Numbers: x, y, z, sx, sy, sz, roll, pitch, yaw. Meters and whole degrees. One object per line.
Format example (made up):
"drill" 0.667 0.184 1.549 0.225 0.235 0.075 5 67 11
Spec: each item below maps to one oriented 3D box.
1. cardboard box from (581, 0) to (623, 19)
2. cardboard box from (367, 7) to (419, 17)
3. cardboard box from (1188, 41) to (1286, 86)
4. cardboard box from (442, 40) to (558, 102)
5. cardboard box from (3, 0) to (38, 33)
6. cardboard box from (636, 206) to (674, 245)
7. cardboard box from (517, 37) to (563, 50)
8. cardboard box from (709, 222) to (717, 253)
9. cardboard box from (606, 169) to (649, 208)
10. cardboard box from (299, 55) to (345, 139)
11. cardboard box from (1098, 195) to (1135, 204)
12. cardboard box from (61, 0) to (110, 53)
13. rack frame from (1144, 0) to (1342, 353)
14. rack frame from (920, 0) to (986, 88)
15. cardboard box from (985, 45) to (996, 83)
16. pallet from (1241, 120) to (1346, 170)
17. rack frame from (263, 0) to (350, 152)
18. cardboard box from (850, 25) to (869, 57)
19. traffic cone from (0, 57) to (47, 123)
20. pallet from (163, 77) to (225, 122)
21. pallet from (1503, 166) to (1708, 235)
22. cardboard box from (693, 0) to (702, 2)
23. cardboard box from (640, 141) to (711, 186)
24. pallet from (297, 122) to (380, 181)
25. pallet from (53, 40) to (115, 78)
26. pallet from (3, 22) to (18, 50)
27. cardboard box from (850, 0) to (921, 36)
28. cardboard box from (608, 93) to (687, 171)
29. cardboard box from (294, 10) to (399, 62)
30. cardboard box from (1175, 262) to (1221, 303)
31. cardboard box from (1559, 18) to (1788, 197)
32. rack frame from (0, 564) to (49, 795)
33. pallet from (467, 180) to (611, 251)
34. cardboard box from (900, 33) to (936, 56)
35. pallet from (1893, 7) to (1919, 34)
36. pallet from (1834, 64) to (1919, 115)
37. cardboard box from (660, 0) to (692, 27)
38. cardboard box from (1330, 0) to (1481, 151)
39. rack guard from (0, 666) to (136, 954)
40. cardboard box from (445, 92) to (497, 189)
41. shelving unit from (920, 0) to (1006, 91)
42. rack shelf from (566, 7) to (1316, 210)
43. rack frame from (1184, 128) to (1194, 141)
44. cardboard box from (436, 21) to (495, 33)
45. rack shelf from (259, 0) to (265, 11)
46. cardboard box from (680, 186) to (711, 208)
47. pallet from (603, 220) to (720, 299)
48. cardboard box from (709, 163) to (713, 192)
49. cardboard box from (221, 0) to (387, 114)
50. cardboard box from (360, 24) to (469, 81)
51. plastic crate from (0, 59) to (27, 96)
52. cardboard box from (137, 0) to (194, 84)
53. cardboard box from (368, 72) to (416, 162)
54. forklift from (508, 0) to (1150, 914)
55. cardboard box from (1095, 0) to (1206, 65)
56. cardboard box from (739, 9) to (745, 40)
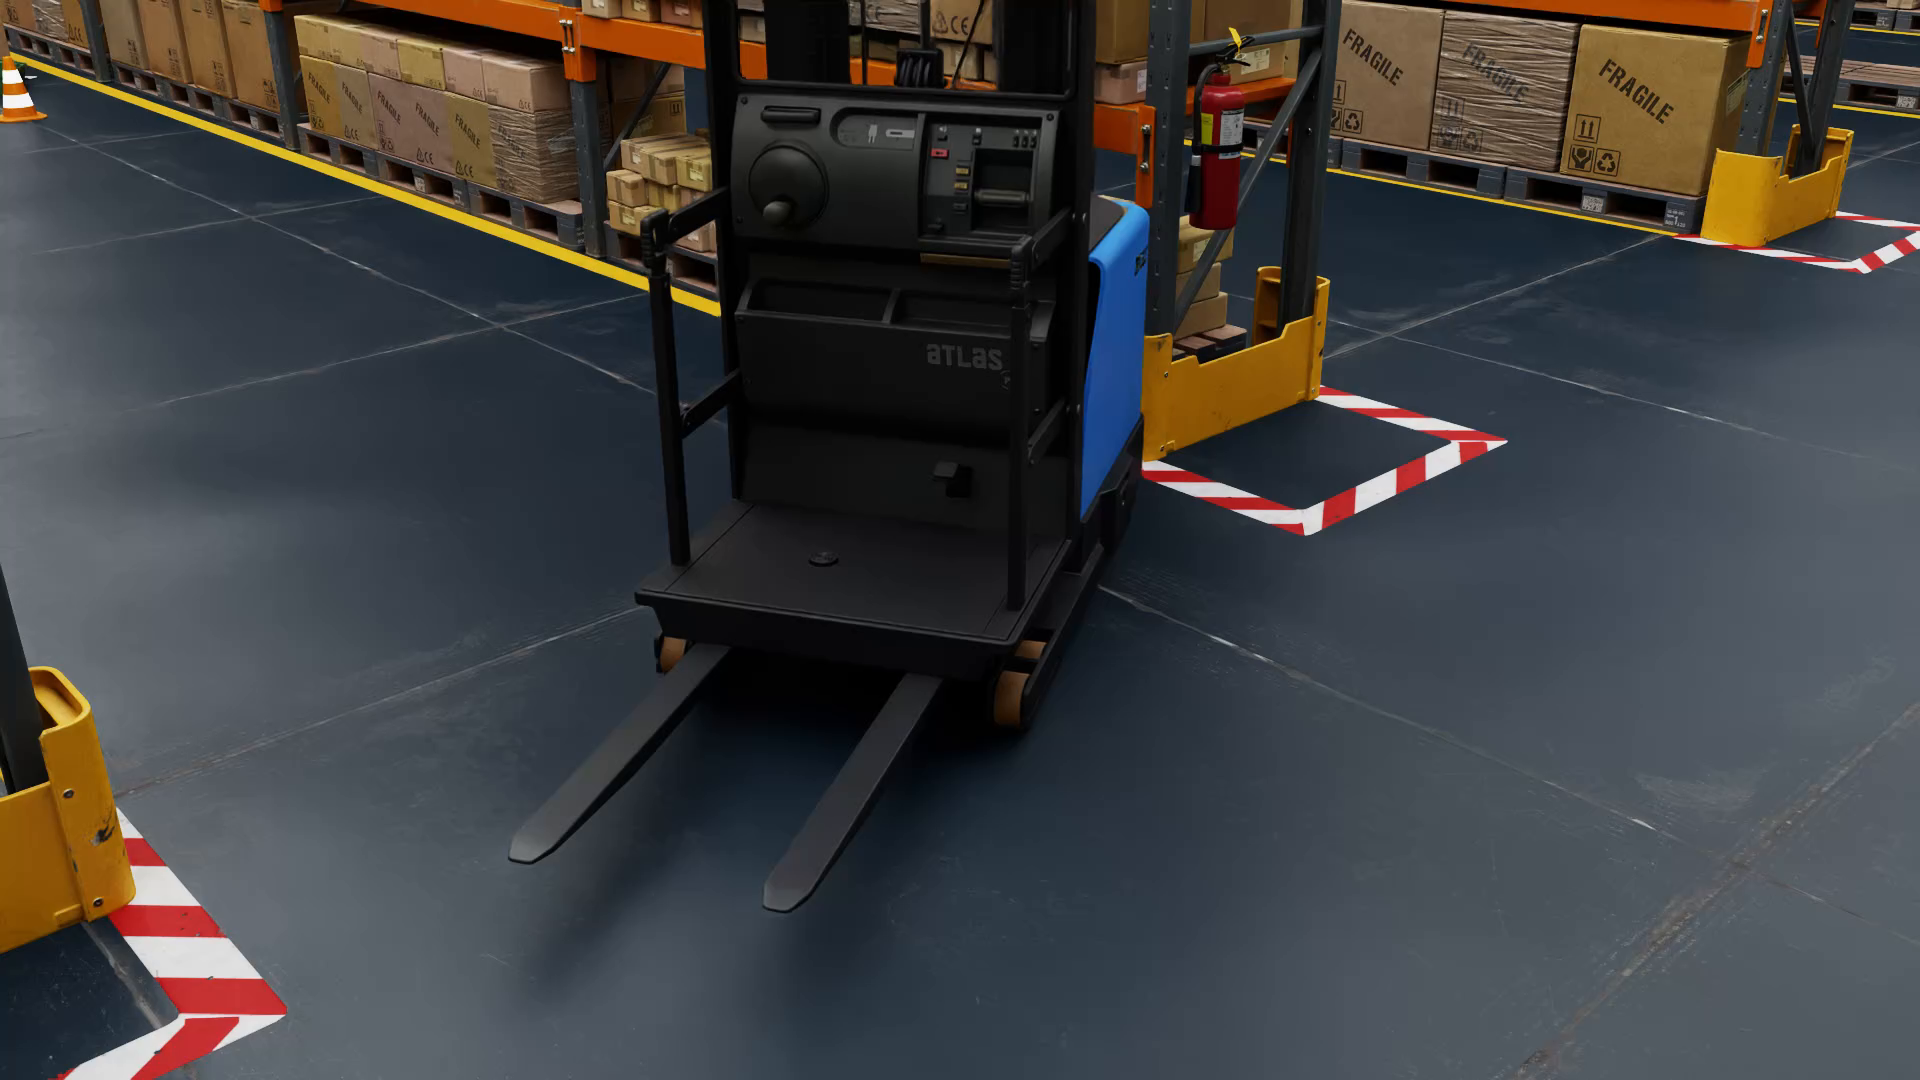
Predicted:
"cardboard box" -1.709 -2.768 8.507 0.380 0.149 0.250 -20 31 -37
"cardboard box" -3.739 -3.535 11.488 0.500 0.250 0.500 -22 33 -40
"cardboard box" 1.088 -1.926 6.661 0.380 0.149 0.250 -22 32 -39
"cardboard box" -2.699 -2.770 9.809 0.500 0.250 0.500 -19 31 -36
"cardboard box" -8.751 -5.469 16.177 0.875 0.875 0.875 -22 32 -39
"cardboard box" -1.467 -1.673 8.733 0.380 0.149 0.250 -20 31 -37
"cardboard box" -2.341 -2.916 10.130 0.500 0.250 0.500 -20 31 -37
"cardboard box" -1.049 -1.550 8.462 0.380 0.149 0.250 -22 33 -39
"cardboard box" -1.649 -1.890 8.849 0.380 0.149 0.250 -19 31 -36
"cardboard box" -4.100 -3.040 11.306 0.500 0.500 0.500 22 33 40
"cardboard box" 0.606 -1.431 7.485 0.380 0.149 0.250 -21 32 -39
"cardboard box" -7.510 -4.920 14.974 0.875 0.875 0.875 -21 32 -38
"rack frame" 1.071 -1.849 6.190 1.000 3.000 0.127 -21 32 -38
"rack frame" 0.039 -1.465 6.405 0.400 2.100 0.015 -15 26 -30
"cardboard box" 0.316 -1.911 6.628 0.380 0.149 0.250 -22 32 -39
"pallet" 2.489 -2.916 11.889 1.003 0.211 1.213 -21 32 -38
"rack frame" -4.397 -4.273 11.503 1.000 3.000 0.127 -21 32 -38
"cardboard box" -0.368 -2.245 7.359 0.380 0.149 0.250 -21 32 -38
"traffic cone" -7.317 -3.496 12.856 0.336 0.463 0.334 -21 32 -38
"pallet" -5.711 -3.634 13.462 1.003 0.211 1.213 -21 32 -38
"pallet" 4.157 -2.177 10.268 1.003 0.211 1.213 -21 32 -38
"cardboard box" -1.165 -2.873 7.954 0.500 0.500 0.500 -21 32 -38
"cardboard box" -1.434 -1.963 8.650 0.380 0.149 0.250 -19 31 -36
"pallet" -3.864 -2.767 11.562 1.003 0.211 1.213 -21 32 -38
"pallet" -7.594 -4.469 15.292 1.003 0.211 1.213 -21 32 -38
"pallet" -9.262 -5.208 16.912 1.003 0.211 1.213 -21 32 -38
"cardboard box" -0.126 -2.402 6.922 0.500 0.500 0.500 -21 32 -38
"cardboard box" -1.975 -2.414 9.934 0.500 0.500 0.500 -20 31 -37
"cardboard box" -4.103 -3.391 11.170 0.500 0.250 0.500 22 32 39
"cardboard box" 0.900 -1.110 7.140 0.380 0.149 0.250 -20 31 -36
"cardboard box" 4.264 -2.621 9.936 0.875 0.875 0.875 -21 32 -38
"rack frame" -2.474 -0.415 3.045 1.000 3.000 0.127 -21 32 -38
"pallet" -2.197 -2.028 9.941 1.003 0.211 1.213 -21 32 -38
"cardboard box" -0.034 -2.070 6.977 0.250 0.149 0.380 22 33 39
"pallet" 10.567 -5.400 17.333 1.003 0.211 1.213 -21 32 -38
"pallet" 7.840 -3.623 13.438 1.003 0.211 1.213 -21 32 -38
"cardboard box" -1.257 -2.645 8.237 0.250 0.149 0.380 22 33 39
"cardboard box" 3.034 -3.167 11.132 0.875 0.875 0.875 -21 32 -38
"rack guard" -2.457 0.730 3.548 1.175 0.500 0.348 -21 32 -38
"cardboard box" -2.704 -2.423 9.954 0.500 0.500 0.500 -22 33 -40
"shelving unit" 0.172 -1.391 6.214 0.431 2.100 0.503 -15 26 -30
"rack shelf" -0.296 -2.128 7.667 1.077 0.370 4.000 -21 32 -38
"rack frame" 2.026 -4.438 11.864 1.000 3.000 0.127 -21 32 -38
"cardboard box" -3.049 -3.227 10.812 0.500 0.250 0.500 -20 31 -37
"rack shelf" -5.764 -4.552 12.980 1.077 0.370 4.000 -21 32 -38
"cardboard box" -1.218 -1.775 8.598 0.380 0.149 0.250 -21 32 -39
"pallet" -1.179 -1.599 9.001 1.003 0.211 1.213 -21 32 -38
"cardboard box" -1.030 -1.827 8.354 0.380 0.149 0.250 -22 33 -40
"cardboard box" -4.748 -3.651 12.343 1.050 0.750 0.750 -22 32 -39
"cardboard box" -3.427 -3.083 10.497 0.500 0.250 0.500 -21 32 -38
"plastic crate" -8.206 -3.913 14.032 0.450 0.188 0.662 4 23 -16
"cardboard box" -5.985 -4.197 13.540 1.050 0.750 0.750 -21 32 -38
"cardboard box" -3.400 -2.735 10.636 0.500 0.500 0.500 -22 33 -40
"forklift" -0.247 -0.990 4.388 1.130 2.935 3.031 7 25 15
"cardboard box" 0.576 -2.093 6.246 0.500 0.500 0.500 -20 32 -37
"cardboard box" -0.951 -2.466 7.845 0.380 0.149 0.250 -21 32 -38
